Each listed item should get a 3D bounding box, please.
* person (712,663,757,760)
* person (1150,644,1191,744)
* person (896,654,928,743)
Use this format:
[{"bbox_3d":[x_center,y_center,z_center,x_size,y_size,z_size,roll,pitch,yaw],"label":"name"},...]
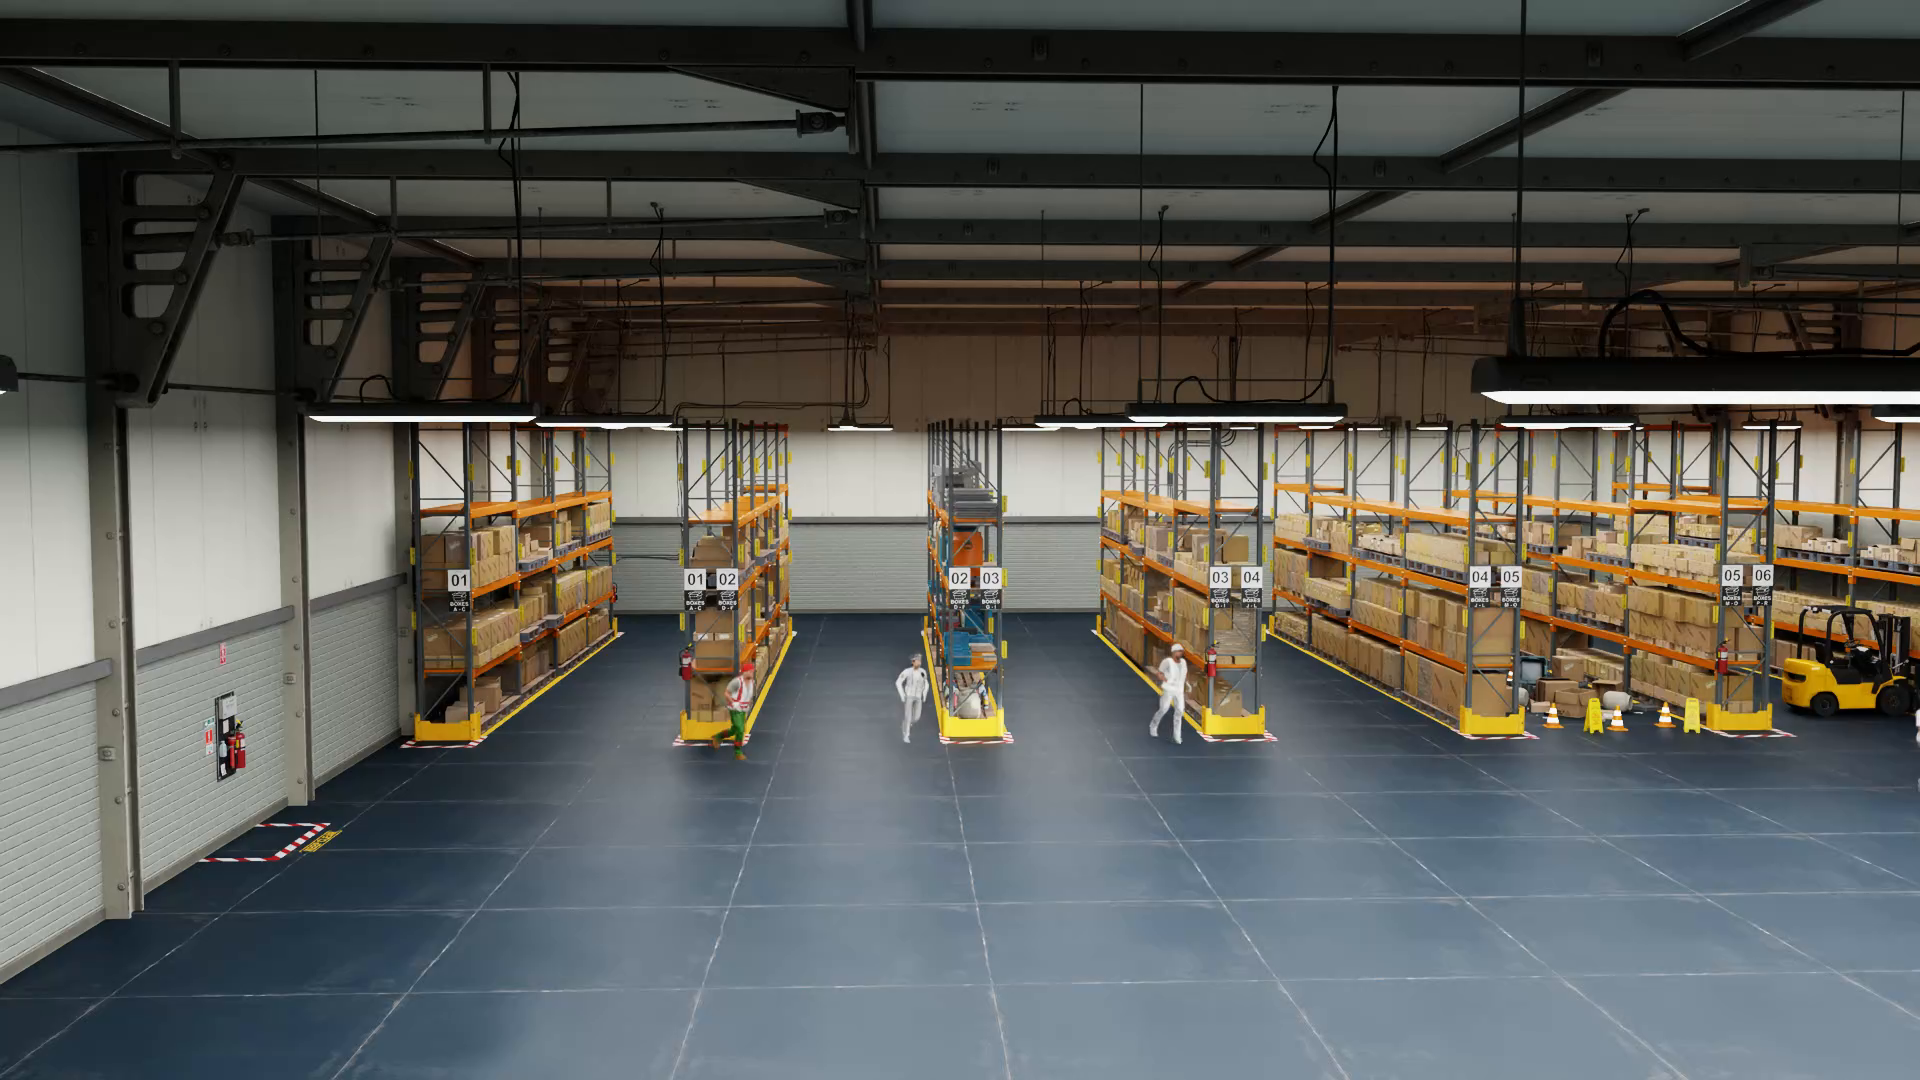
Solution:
[{"bbox_3d":[-3.991,3.012,29.434,0.955,1.727,0.658,3,5,36],"label":"person"},{"bbox_3d":[4.013,2.835,31.057,0.747,1.792,0.862,-2,4,-25],"label":"person"},{"bbox_3d":[-0.889,2.937,31.093,0.660,1.654,0.539,-2,4,-22],"label":"person"}]
